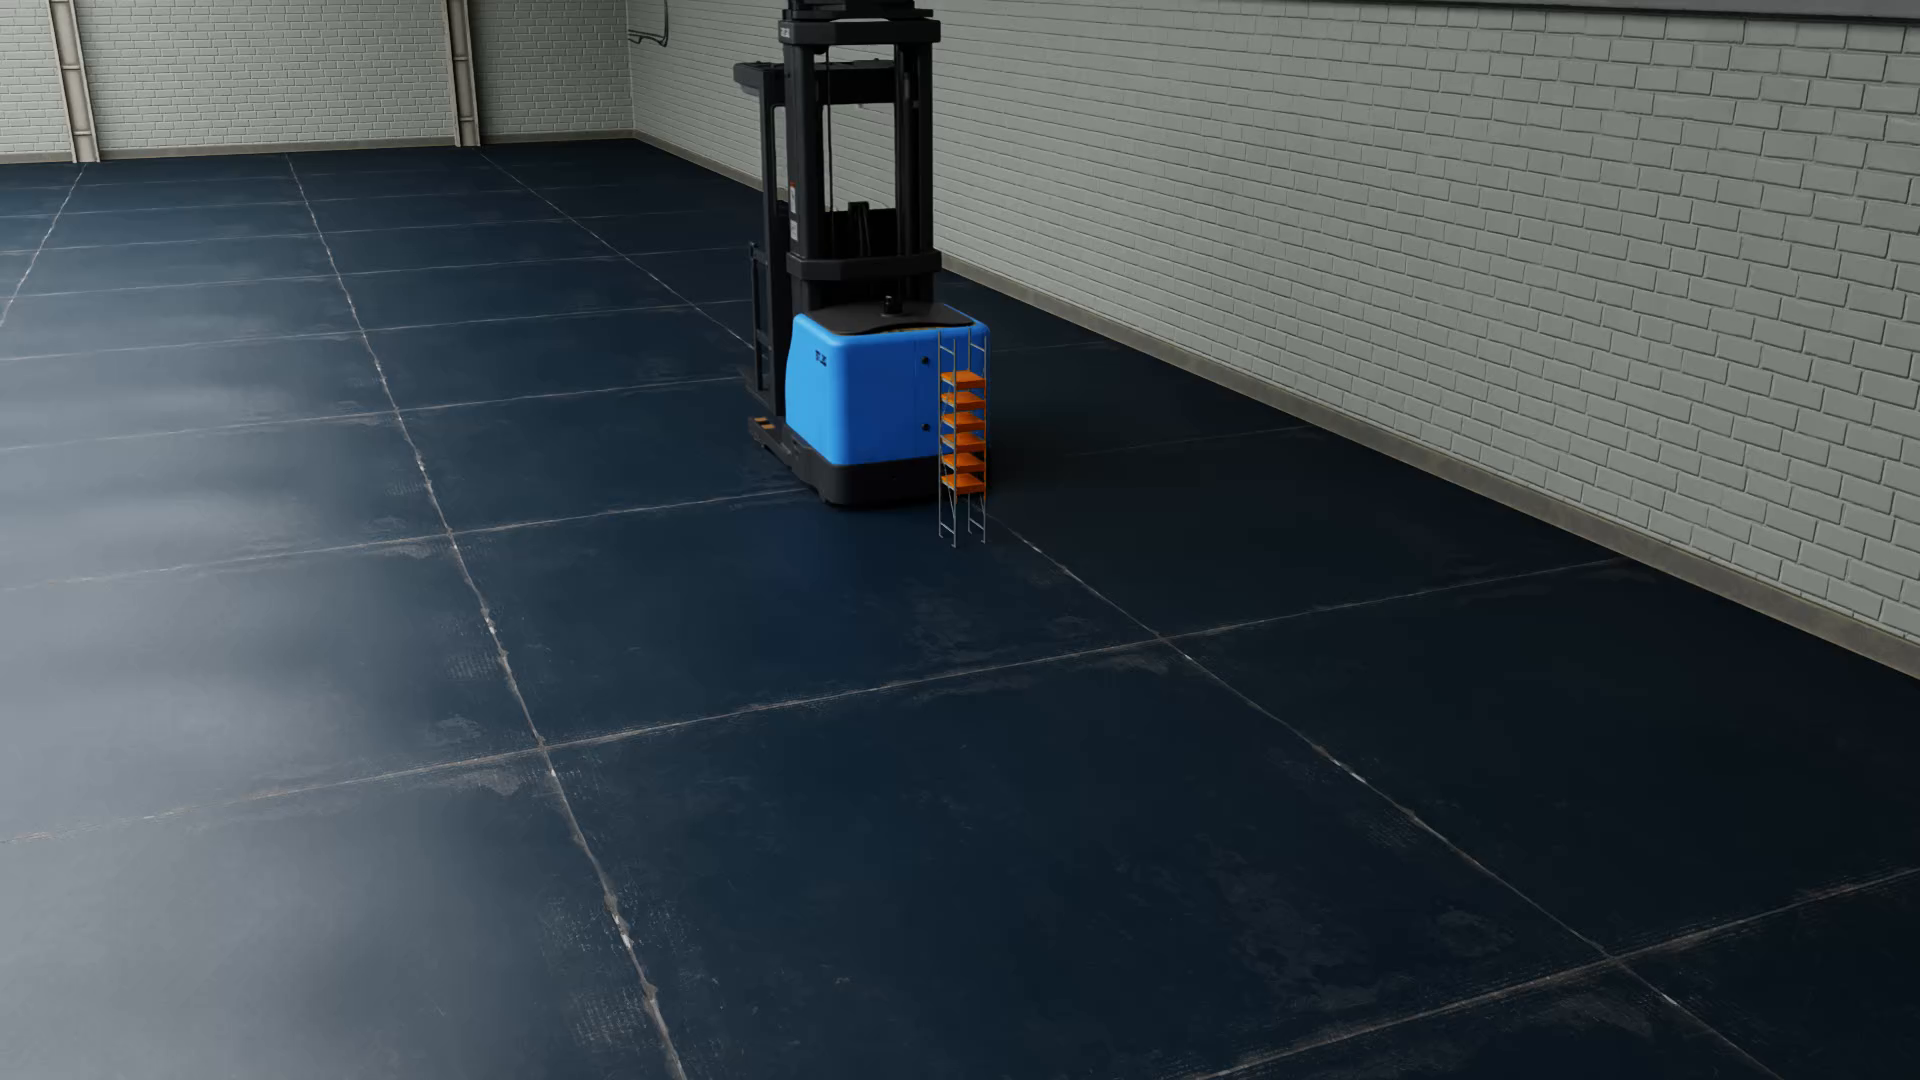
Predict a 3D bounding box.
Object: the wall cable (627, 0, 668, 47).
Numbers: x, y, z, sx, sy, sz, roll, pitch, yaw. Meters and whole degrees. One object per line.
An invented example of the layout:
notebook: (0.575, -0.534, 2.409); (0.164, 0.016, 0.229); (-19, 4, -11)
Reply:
wall cable: (-5.414, -9.696, 28.185); (0.112, 2.526, 3.097); (-8, 21, -22)

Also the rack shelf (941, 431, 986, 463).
rack shelf: (0.013, -0.526, 9.343); (0.180, 0.103, 0.258); (-8, 21, -22)

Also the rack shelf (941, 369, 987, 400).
rack shelf: (0.013, -0.866, 9.223); (0.180, 0.103, 0.258); (-8, 21, -22)

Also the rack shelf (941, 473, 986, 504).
rack shelf: (0.013, -0.300, 9.423); (0.180, 0.103, 0.258); (-8, 21, -22)

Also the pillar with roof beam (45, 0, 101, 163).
pillar with roof beam: (-12.447, -9.074, 21.744); (0.400, 9.000, 9.100); (-8, 21, -22)

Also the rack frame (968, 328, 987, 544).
rack frame: (0.097, -0.580, 9.362); (0.006, 1.200, 0.240); (-8, 21, -22)

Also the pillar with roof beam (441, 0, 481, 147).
pillar with roof beam: (-6.938, -9.863, 23.985); (0.400, 9.000, 9.100); (-8, 21, -22)

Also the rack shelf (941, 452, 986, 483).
rack shelf: (0.013, -0.413, 9.383); (0.180, 0.103, 0.258); (-8, 21, -22)

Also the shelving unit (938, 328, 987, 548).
shelving unit: (0.013, -0.568, 9.328); (0.189, 1.200, 0.258); (-8, 21, -22)

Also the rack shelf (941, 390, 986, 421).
rack shelf: (0.013, -0.752, 9.263); (0.180, 0.103, 0.258); (-8, 21, -22)

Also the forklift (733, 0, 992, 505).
forklift: (-0.811, -2.046, 10.919); (1.130, 2.935, 3.031); (-7, 21, -20)

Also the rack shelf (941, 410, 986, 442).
rack shelf: (0.013, -0.639, 9.303); (0.180, 0.103, 0.258); (-8, 21, -22)

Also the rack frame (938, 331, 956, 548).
rack frame: (-0.071, -0.556, 9.294); (0.006, 1.200, 0.240); (-8, 21, -22)
